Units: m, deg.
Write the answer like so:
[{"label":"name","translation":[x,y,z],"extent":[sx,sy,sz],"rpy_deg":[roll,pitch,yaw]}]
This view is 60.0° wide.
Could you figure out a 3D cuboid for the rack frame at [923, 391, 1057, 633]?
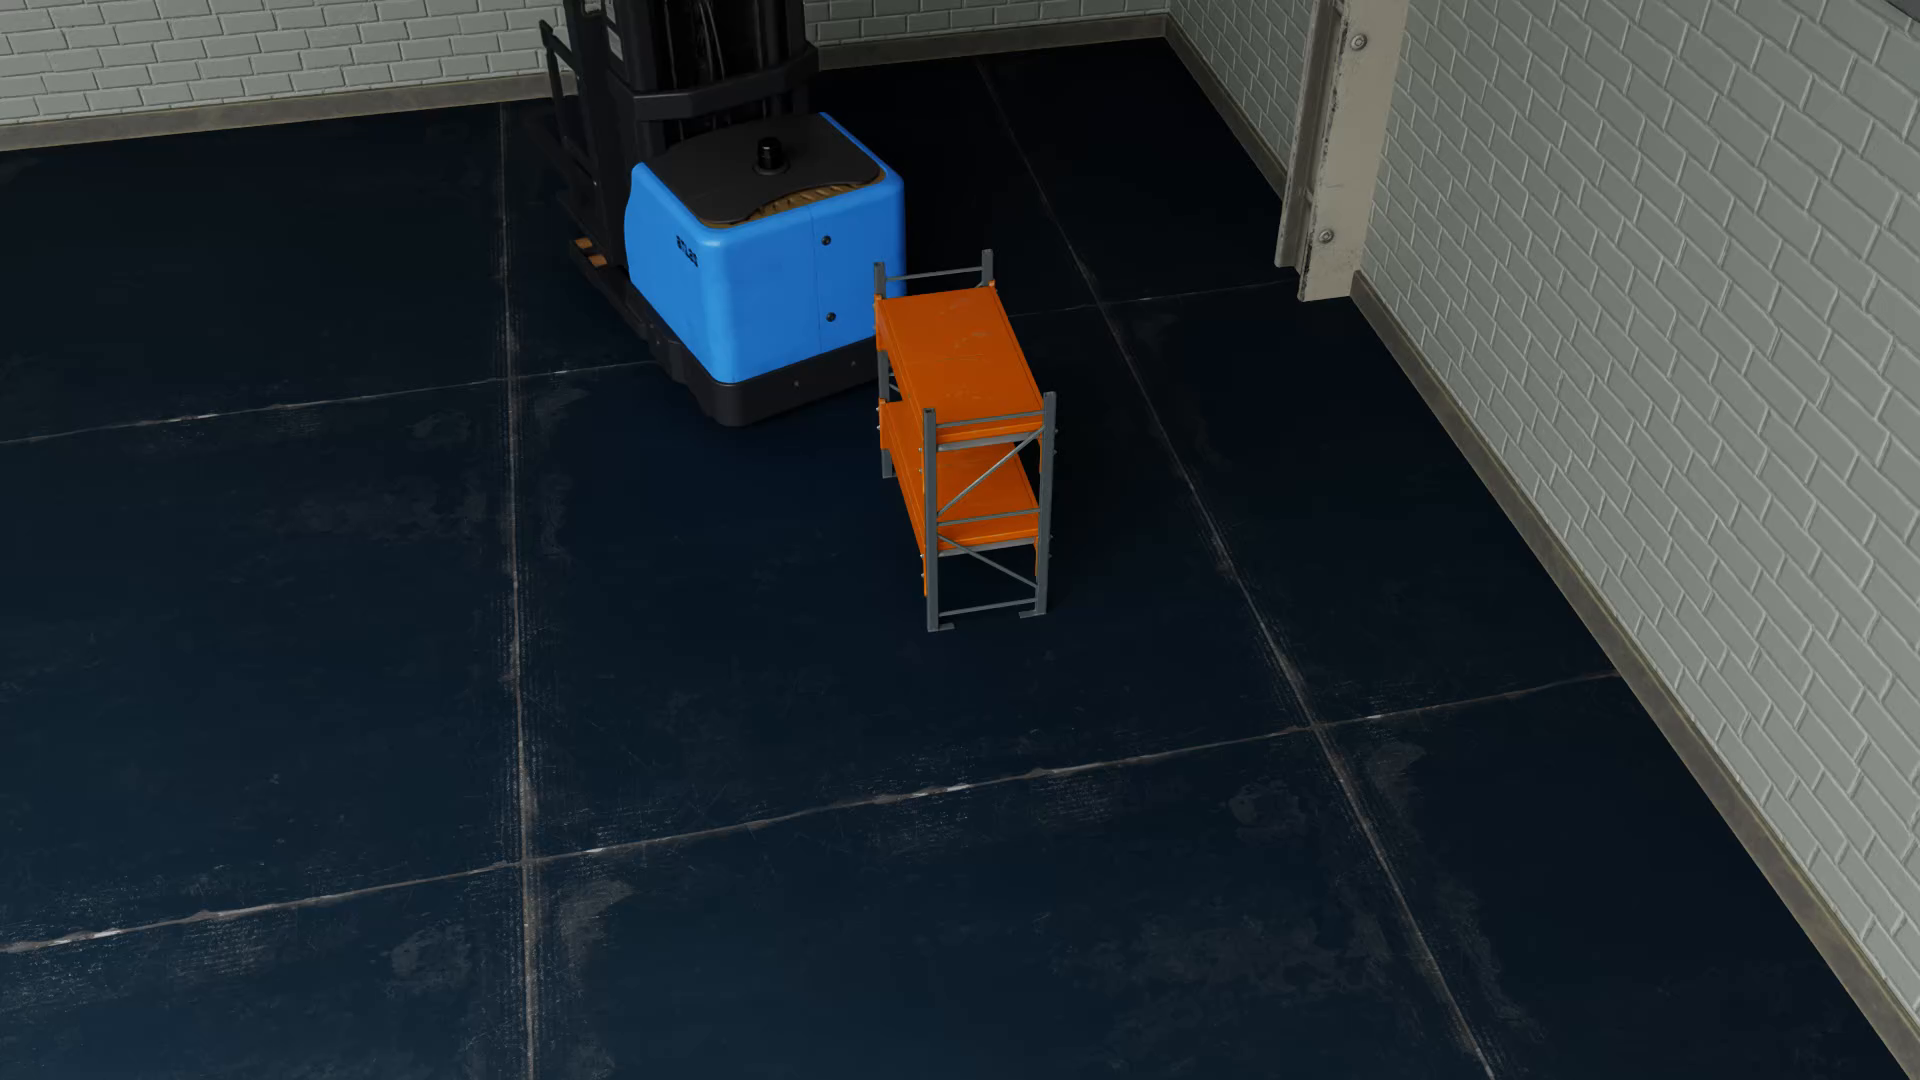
[{"label":"rack frame","translation":[0.111,-0.087,6.500],"extent":[0.500,1.125,0.032],"rpy_deg":[-8,42,-9]}]

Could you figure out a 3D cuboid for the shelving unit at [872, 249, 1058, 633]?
[{"label":"shelving unit","translation":[0.001,-0.416,6.872],"extent":[0.538,1.125,1.048],"rpy_deg":[-8,42,-9]}]

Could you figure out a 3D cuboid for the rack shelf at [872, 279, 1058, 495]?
[{"label":"rack shelf","translation":[0.001,-0.635,6.677],"extent":[0.538,0.278,1.000],"rpy_deg":[-8,42,-9]}]

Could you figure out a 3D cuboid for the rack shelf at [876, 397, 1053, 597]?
[{"label":"rack shelf","translation":[0.001,-0.233,7.034],"extent":[0.538,0.278,1.000],"rpy_deg":[-8,42,-9]}]

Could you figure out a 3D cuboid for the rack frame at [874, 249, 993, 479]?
[{"label":"rack frame","translation":[-0.108,-0.746,7.243],"extent":[0.500,1.125,0.032],"rpy_deg":[-8,42,-9]}]

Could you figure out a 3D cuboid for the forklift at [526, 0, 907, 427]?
[{"label":"forklift","translation":[-1.432,-2.581,7.950],"extent":[1.130,2.935,3.031],"rpy_deg":[-22,46,-23]}]

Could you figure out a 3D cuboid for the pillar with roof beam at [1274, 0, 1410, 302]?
[{"label":"pillar with roof beam","translation":[-2.325,-4.138,5.133],"extent":[9.100,9.000,0.400],"rpy_deg":[-8,42,-9]}]
